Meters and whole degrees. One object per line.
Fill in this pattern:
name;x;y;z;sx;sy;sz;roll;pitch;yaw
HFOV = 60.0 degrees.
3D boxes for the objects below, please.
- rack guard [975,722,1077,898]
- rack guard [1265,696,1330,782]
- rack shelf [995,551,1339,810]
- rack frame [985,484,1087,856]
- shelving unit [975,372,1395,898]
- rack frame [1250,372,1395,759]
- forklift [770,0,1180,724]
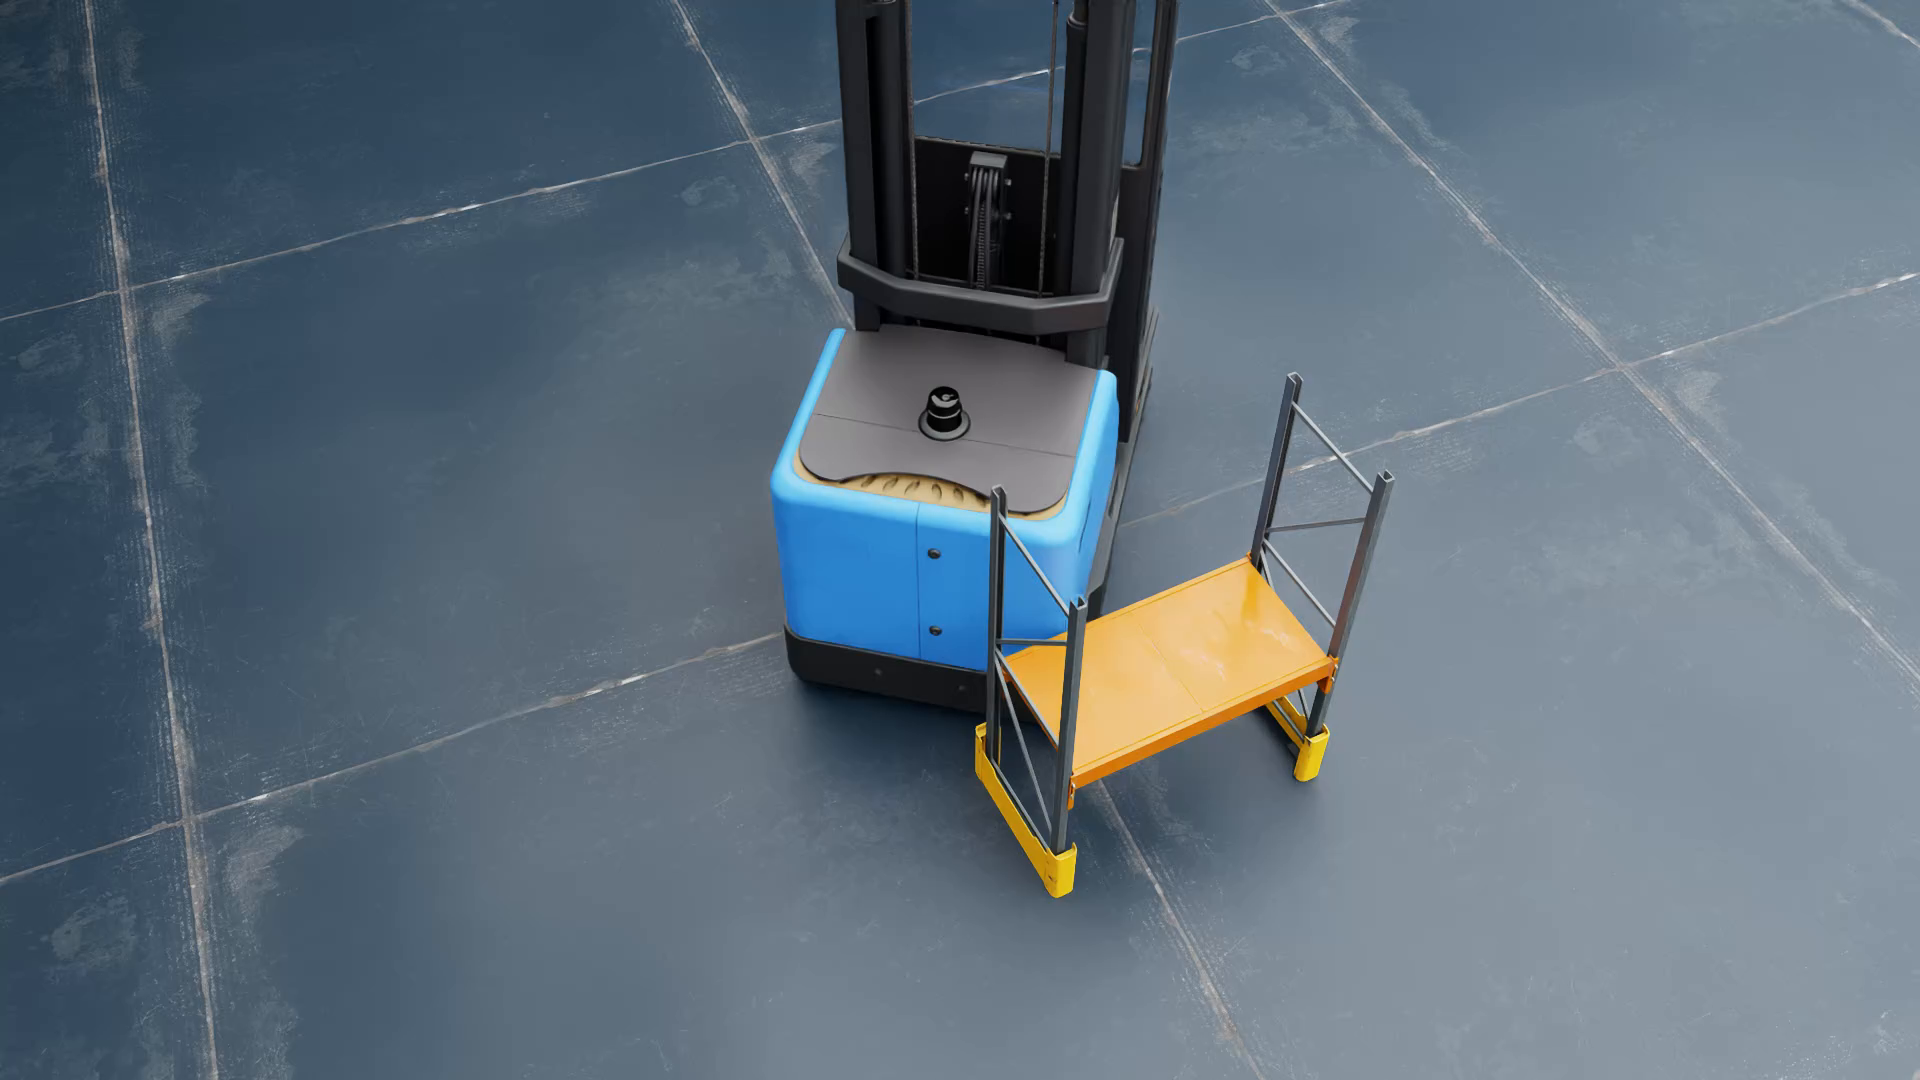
rack guard;0.216;0.909;5.645;0.087;0.250;0.587;-21;53;-17
rack guard;1.103;0.564;5.941;0.087;0.250;0.587;-21;53;-17
rack shelf;0.668;0.443;5.458;1.000;0.185;0.538;-21;53;-17
rack frame;0.215;0.502;5.171;0.032;1.500;0.500;-21;53;-17
shelving unit;0.659;0.329;5.319;1.083;1.500;0.587;-21;53;-17
rack frame;1.120;0.150;5.473;0.032;1.500;0.500;-21;53;-17
forklift;0.200;-1.444;5.899;1.130;2.935;3.031;10;50;8
